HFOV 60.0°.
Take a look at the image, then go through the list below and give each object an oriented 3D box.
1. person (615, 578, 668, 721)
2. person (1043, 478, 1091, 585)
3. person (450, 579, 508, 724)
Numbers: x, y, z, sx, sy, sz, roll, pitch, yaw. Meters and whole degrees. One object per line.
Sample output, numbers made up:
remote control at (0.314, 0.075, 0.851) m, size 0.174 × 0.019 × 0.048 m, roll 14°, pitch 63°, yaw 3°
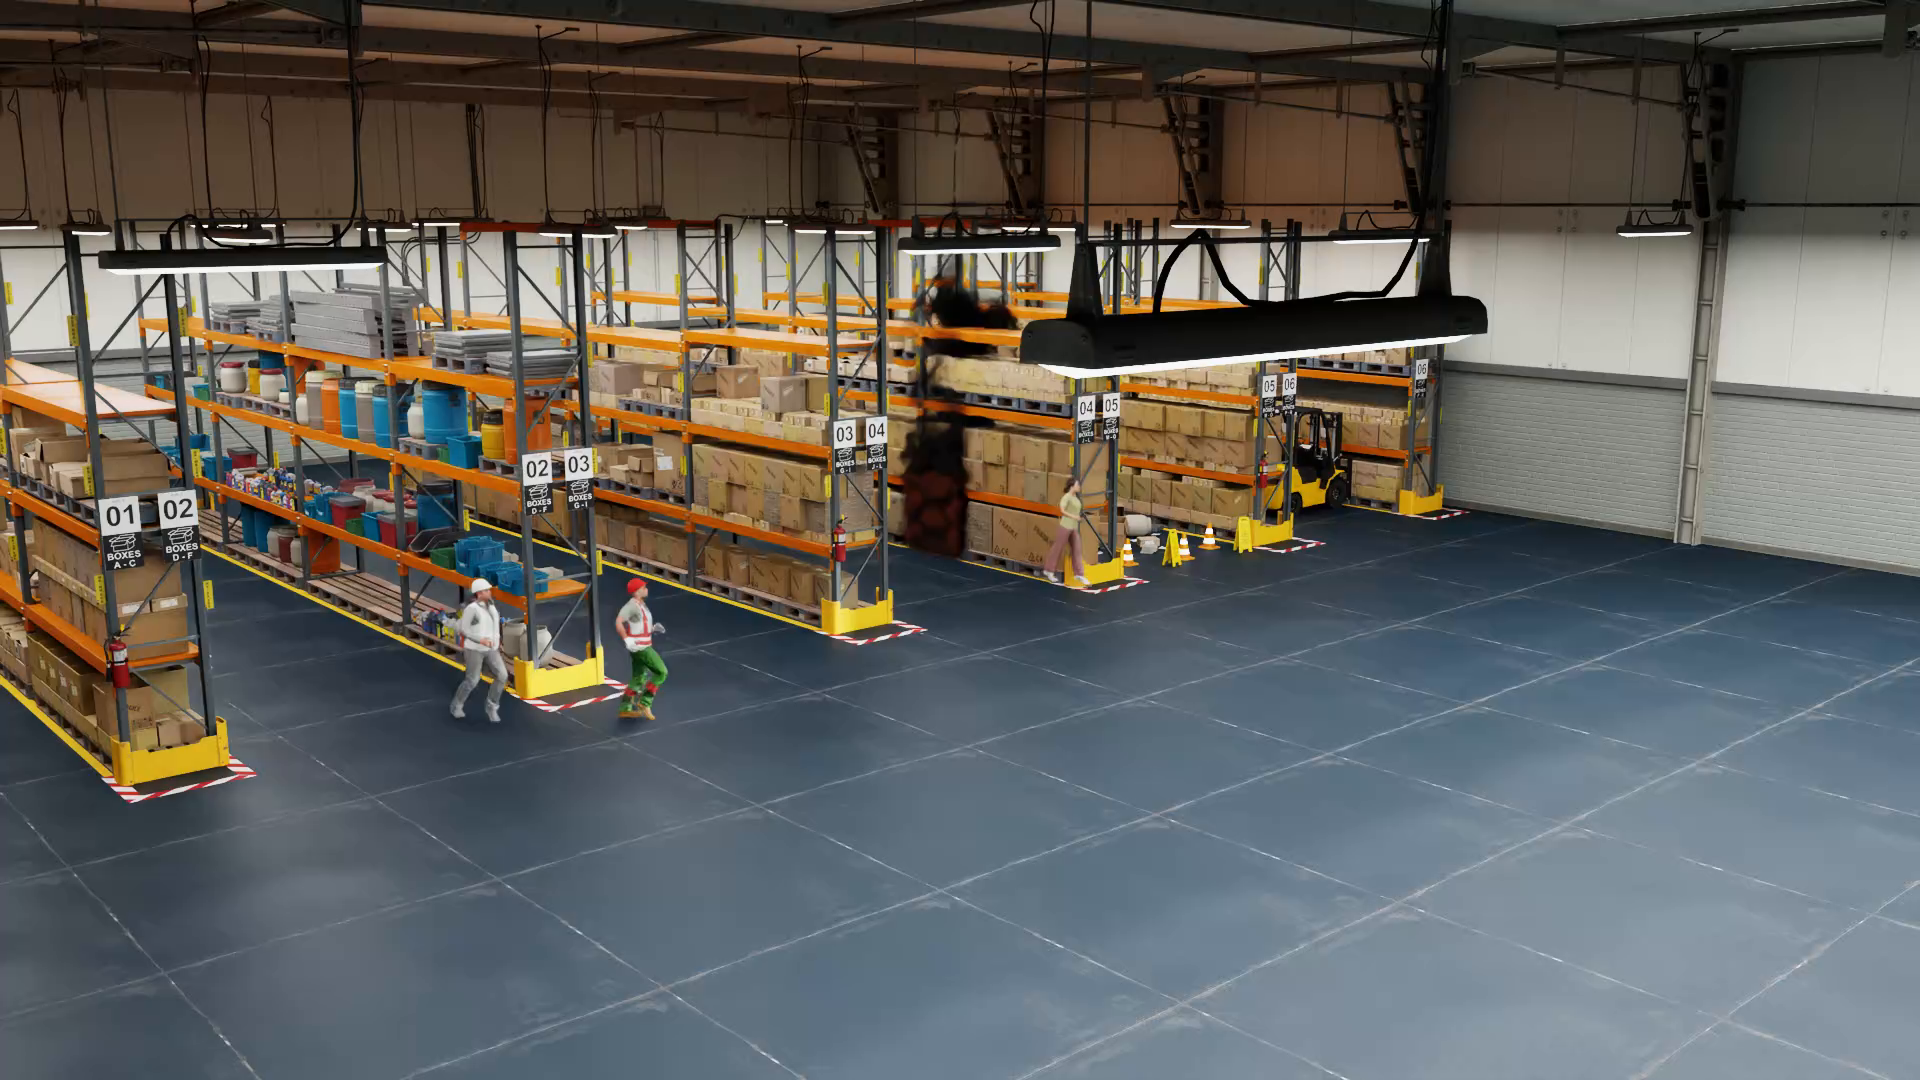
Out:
person at (-3.976, 1.348, 20.737) m, size 0.627 × 1.763 × 0.684 m, roll -2°, pitch 12°, yaw -11°
person at (1.785, -0.163, 26.995) m, size 0.801 × 1.715 × 0.622 m, roll 6°, pitch 13°, yaw 27°
person at (-5.951, 1.372, 20.722) m, size 0.695 × 1.795 × 0.727 m, roll 6°, pitch 13°, yaw 26°
